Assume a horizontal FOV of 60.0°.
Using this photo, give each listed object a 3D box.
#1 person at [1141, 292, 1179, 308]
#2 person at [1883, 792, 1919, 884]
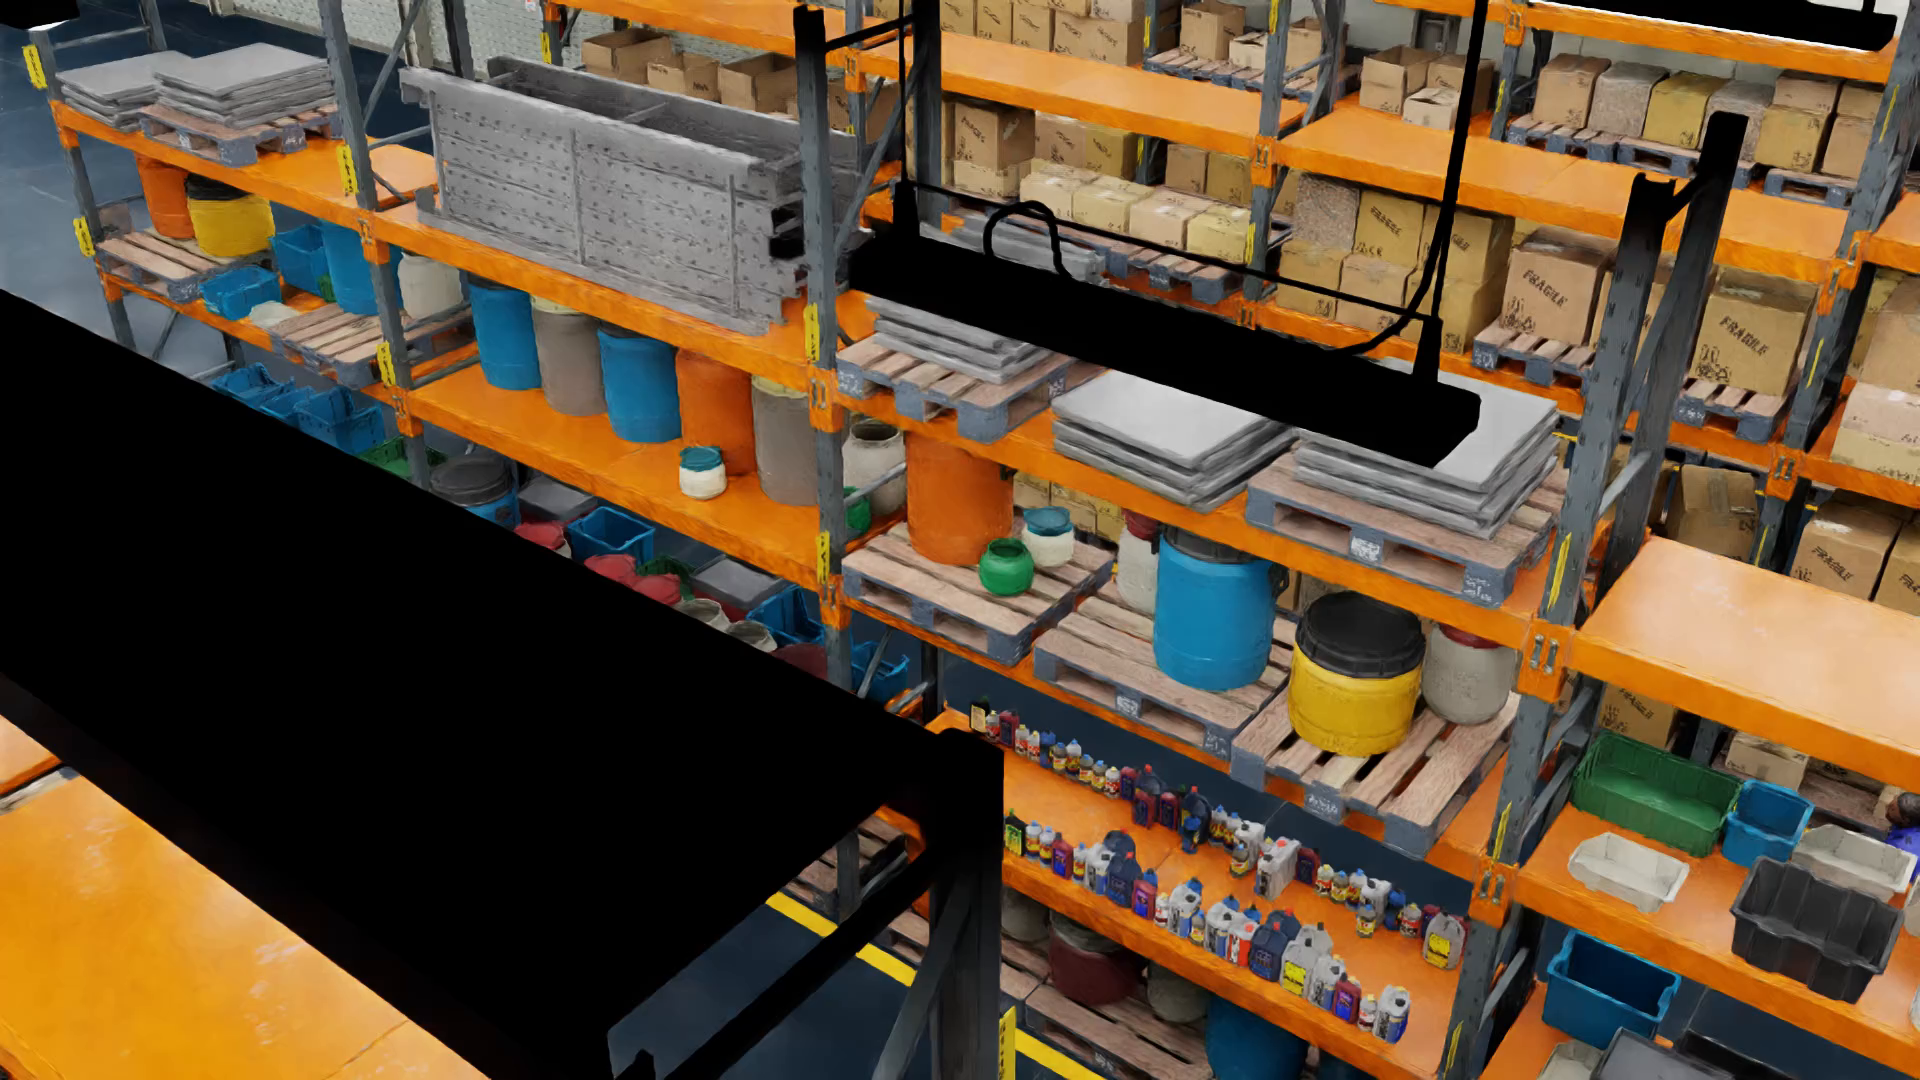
[{"bbox_3d":[2.192,-2.891,18.324,0.626,1.738,0.476,7,32,11],"label":"person"},{"bbox_3d":[5.730,2.217,10.127,0.518,1.604,0.592,20,37,30],"label":"person"}]
